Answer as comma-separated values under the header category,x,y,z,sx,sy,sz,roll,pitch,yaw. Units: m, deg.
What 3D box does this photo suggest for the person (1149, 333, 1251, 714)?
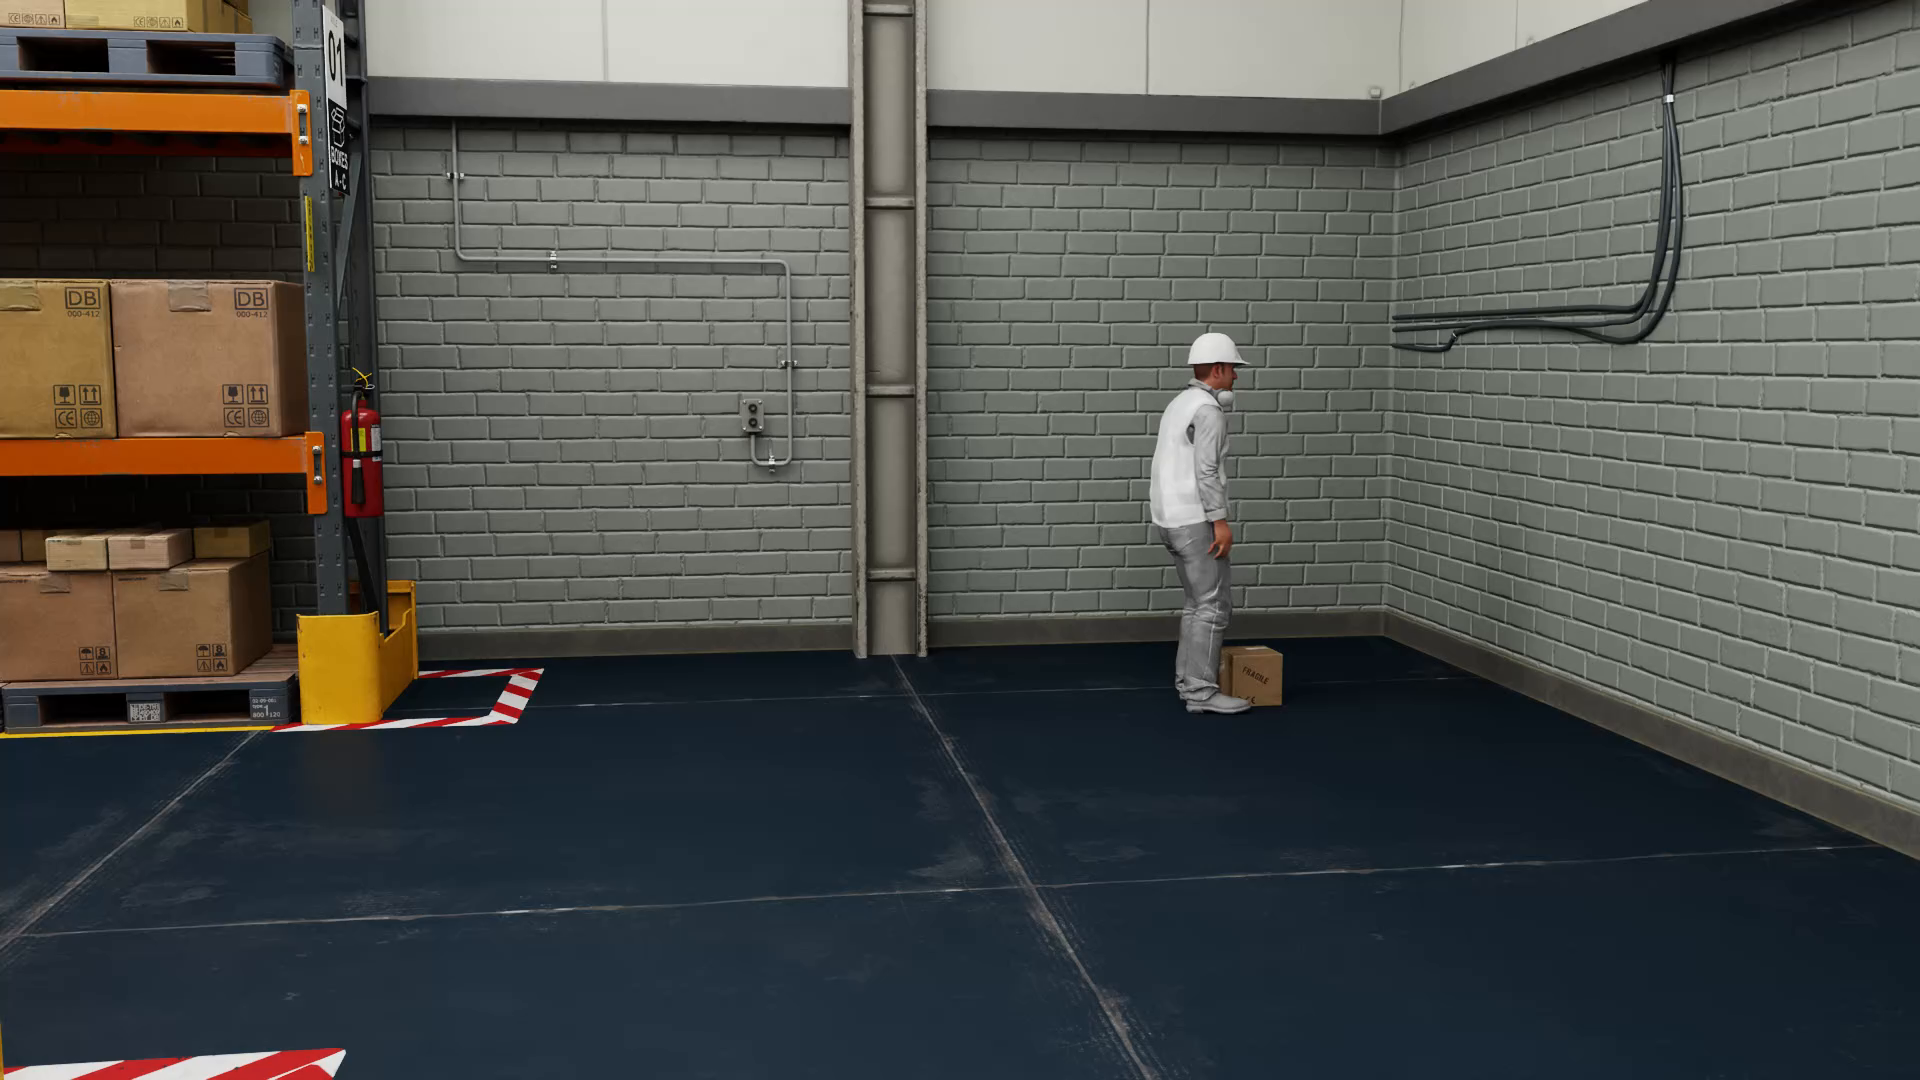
category,x,y,z,sx,sy,sz,roll,pitch,yaw
person,1.143,-0.092,7.908,0.464,1.771,0.580,-1,7,-8
